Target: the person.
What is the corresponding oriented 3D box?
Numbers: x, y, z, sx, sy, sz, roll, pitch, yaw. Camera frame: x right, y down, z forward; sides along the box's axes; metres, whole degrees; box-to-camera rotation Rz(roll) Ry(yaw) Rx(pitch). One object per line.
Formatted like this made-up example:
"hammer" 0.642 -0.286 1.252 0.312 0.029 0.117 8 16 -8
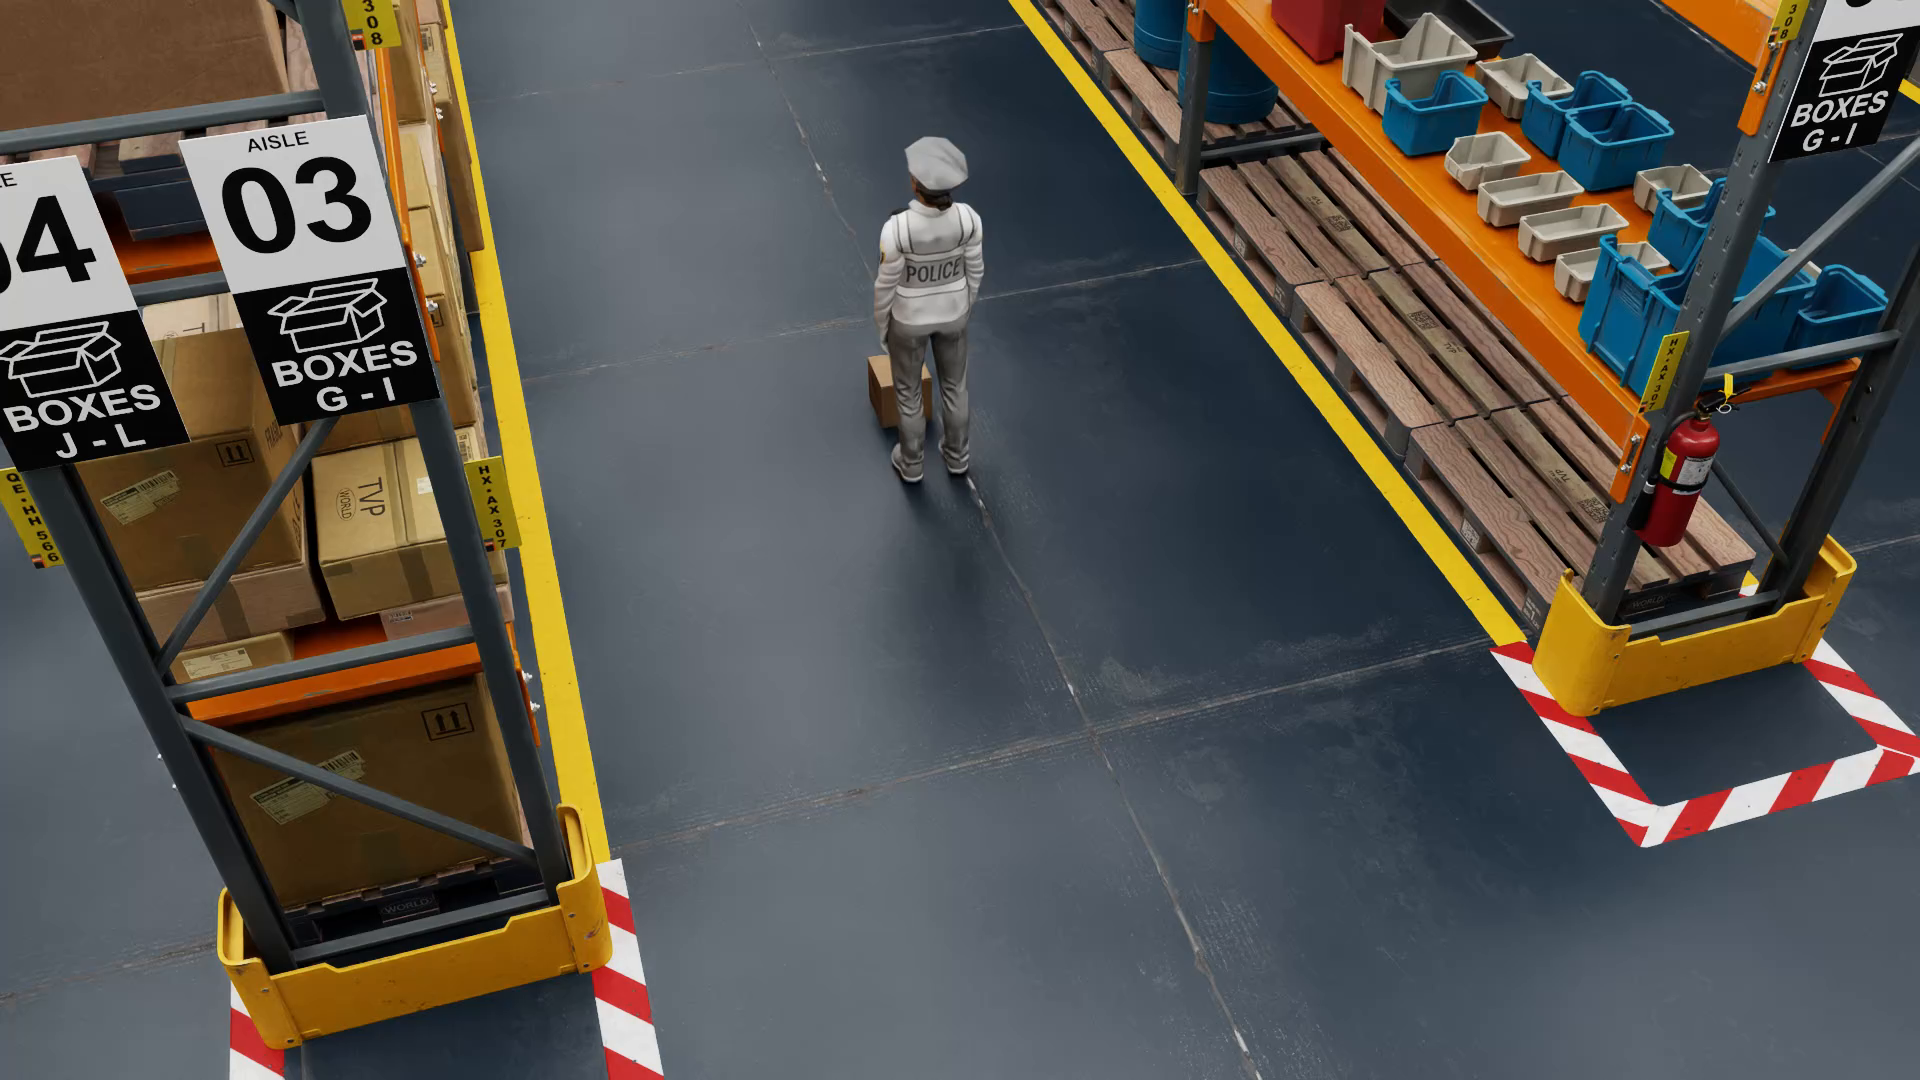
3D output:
"person" -0.133 -0.955 7.146 0.487 1.700 0.380 -12 44 -13
